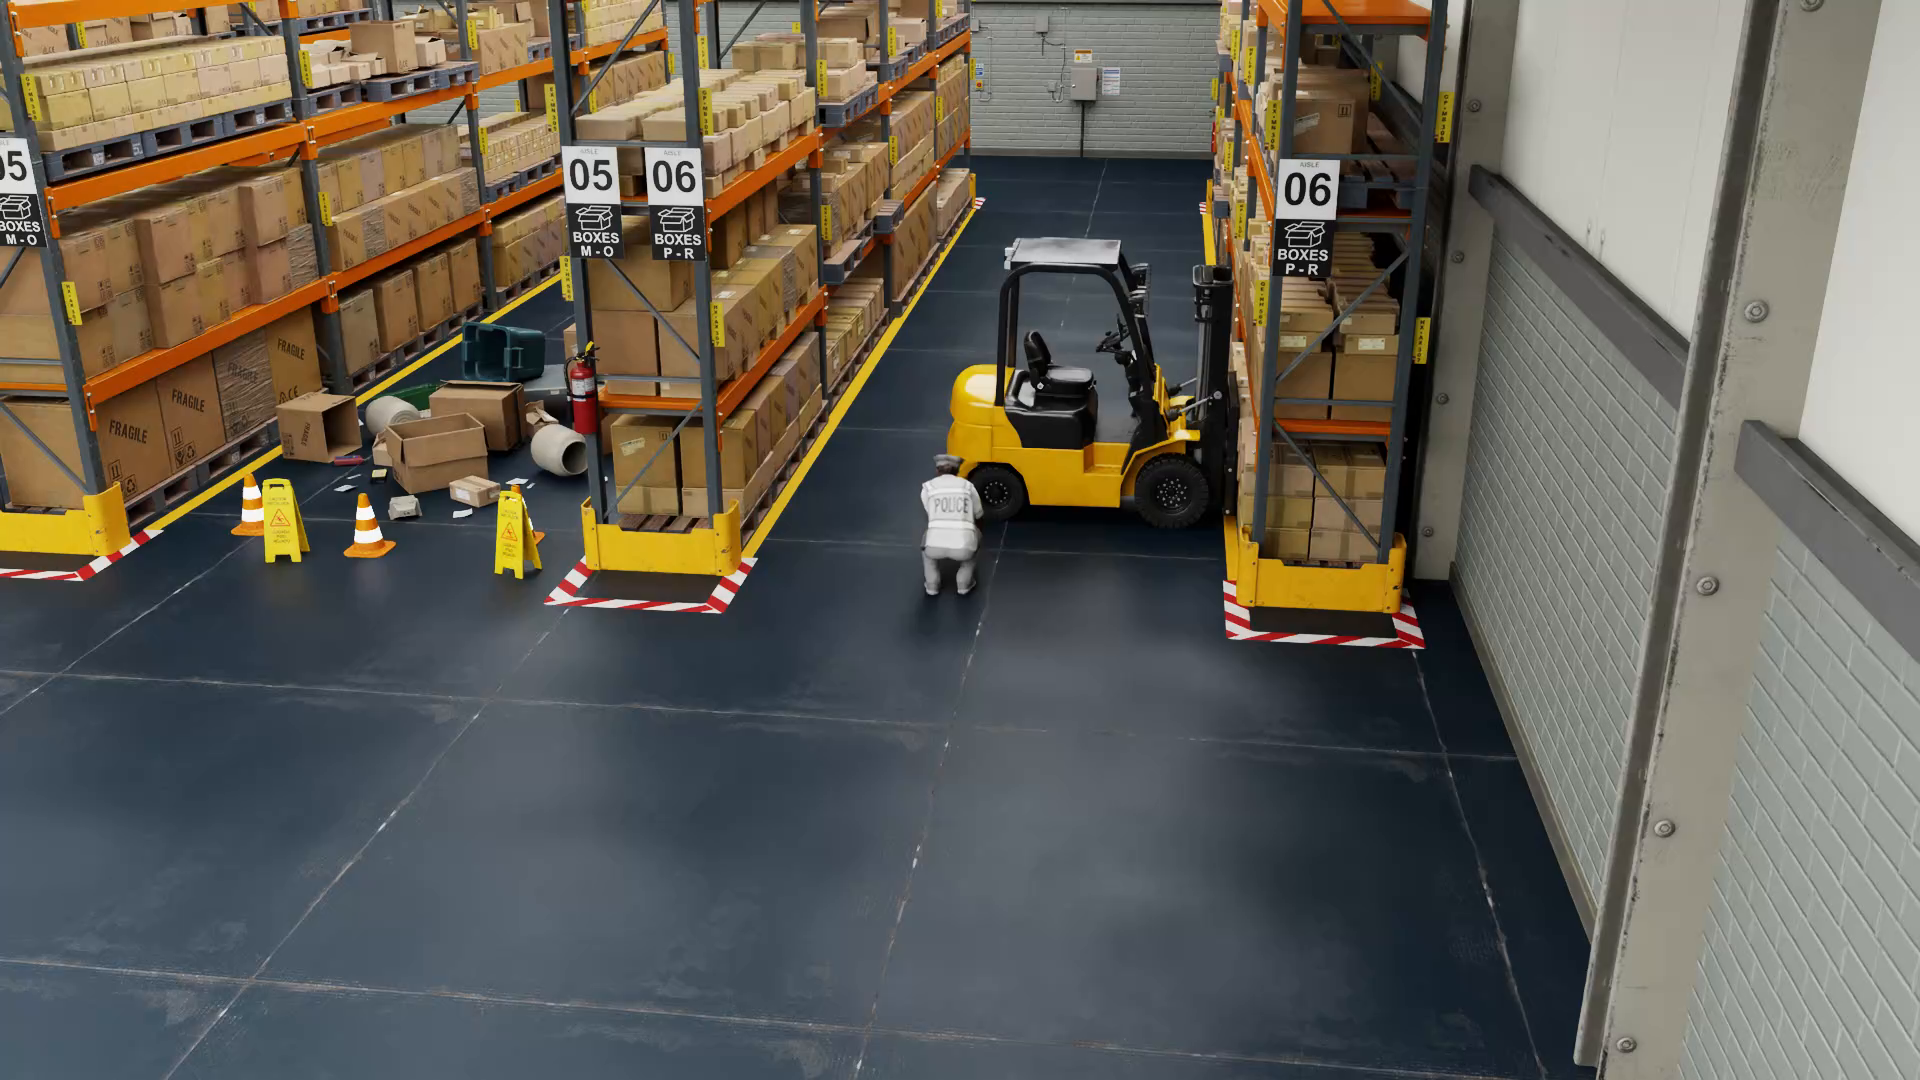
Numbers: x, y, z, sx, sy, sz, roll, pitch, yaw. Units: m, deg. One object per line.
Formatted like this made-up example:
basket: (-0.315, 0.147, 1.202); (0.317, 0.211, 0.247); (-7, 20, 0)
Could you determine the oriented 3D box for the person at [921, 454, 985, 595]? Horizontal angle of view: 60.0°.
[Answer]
person: (-0.062, -0.120, 12.376); (0.471, 0.967, 0.853); (2, 21, 5)
